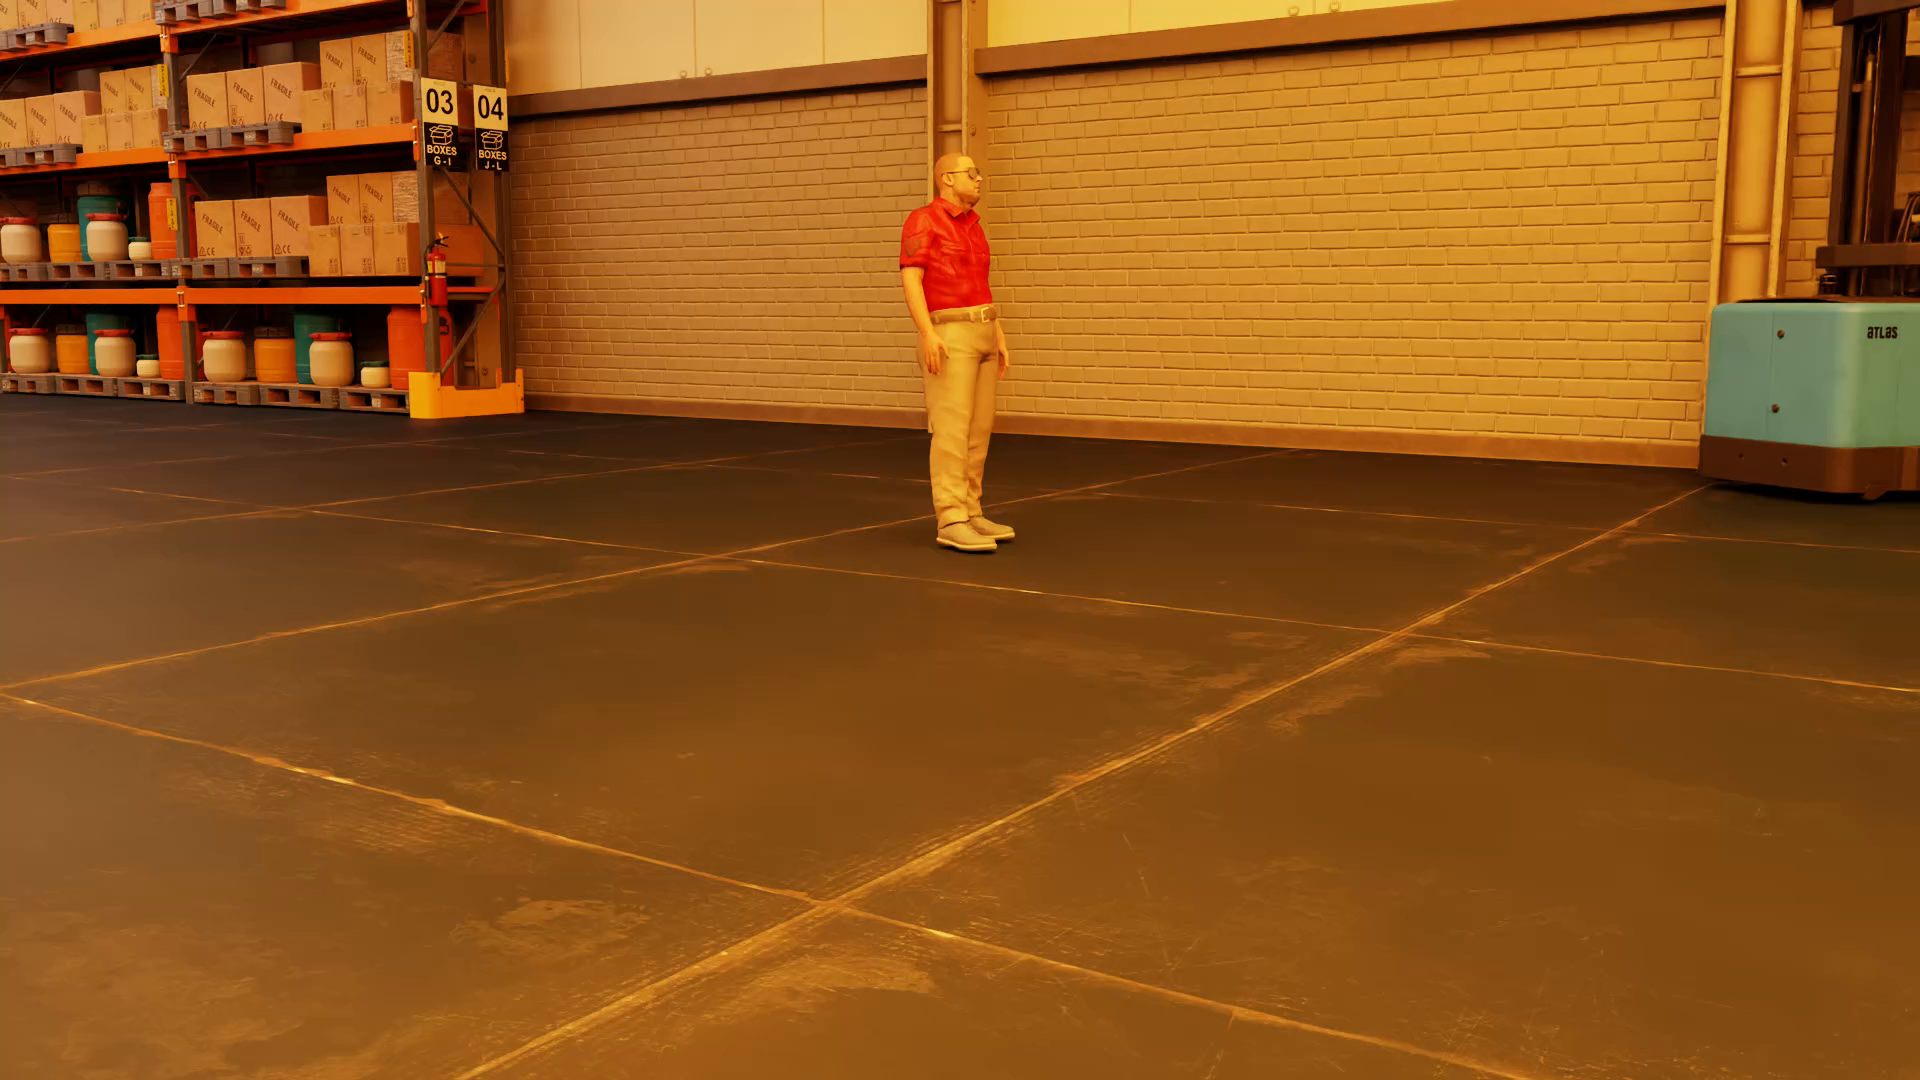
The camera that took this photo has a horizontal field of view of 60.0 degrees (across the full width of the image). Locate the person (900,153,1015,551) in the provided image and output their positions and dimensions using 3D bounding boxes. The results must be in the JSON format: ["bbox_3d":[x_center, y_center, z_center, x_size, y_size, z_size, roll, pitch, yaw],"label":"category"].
[{"bbox_3d":[0.067,-0.854,7.421,0.551,1.727,0.640,5,10,34],"label":"person"}]

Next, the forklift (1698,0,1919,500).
[{"bbox_3d":[5.888,-1.766,9.613,3.031,2.935,1.130,-3,9,-20],"label":"forklift"}]
